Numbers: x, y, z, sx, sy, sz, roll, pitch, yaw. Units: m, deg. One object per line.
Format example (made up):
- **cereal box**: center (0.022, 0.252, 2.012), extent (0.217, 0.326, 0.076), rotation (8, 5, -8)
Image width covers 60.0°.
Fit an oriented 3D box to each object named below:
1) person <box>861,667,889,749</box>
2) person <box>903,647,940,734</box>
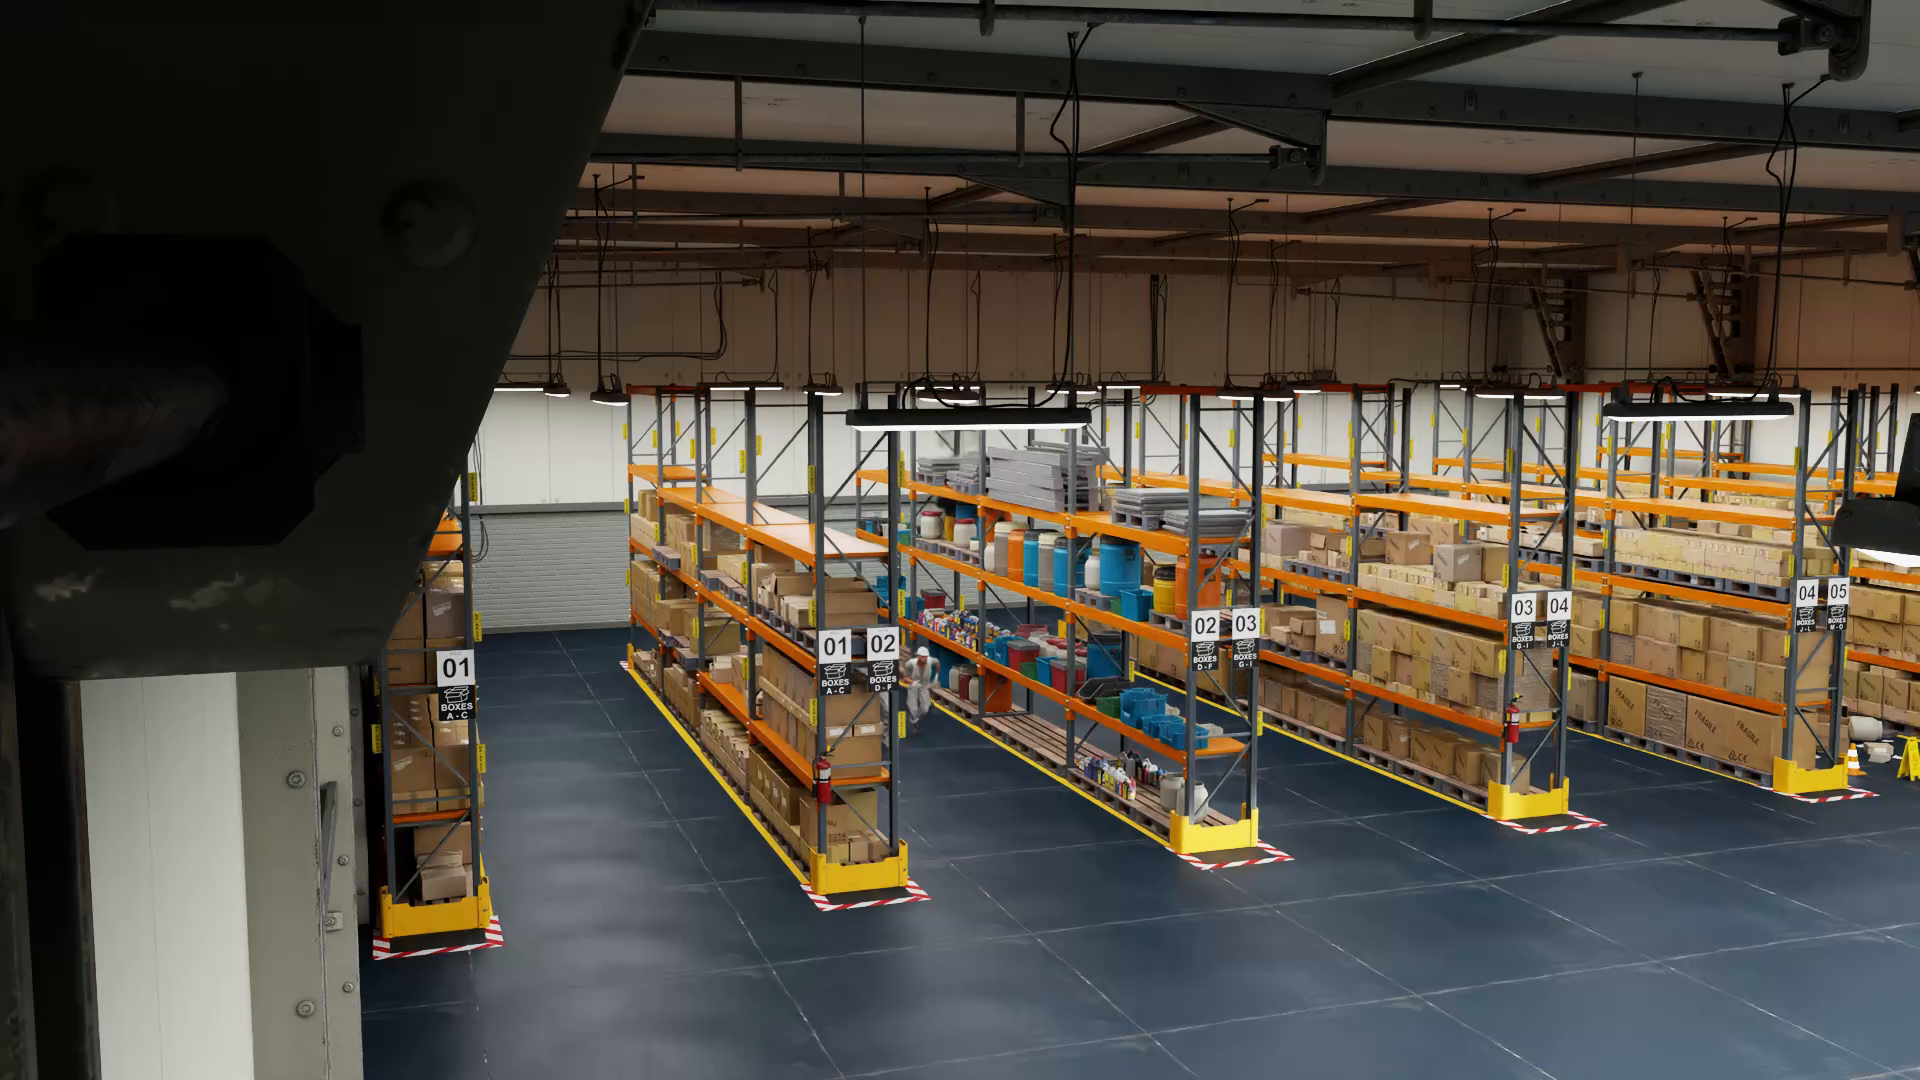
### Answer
- **person**: center (-1.413, 2.576, 27.887), extent (0.646, 1.847, 0.796), rotation (-4, 7, -35)
- **person**: center (-0.643, 2.590, 28.565), extent (0.695, 1.603, 0.830), rotation (-2, 6, -15)
